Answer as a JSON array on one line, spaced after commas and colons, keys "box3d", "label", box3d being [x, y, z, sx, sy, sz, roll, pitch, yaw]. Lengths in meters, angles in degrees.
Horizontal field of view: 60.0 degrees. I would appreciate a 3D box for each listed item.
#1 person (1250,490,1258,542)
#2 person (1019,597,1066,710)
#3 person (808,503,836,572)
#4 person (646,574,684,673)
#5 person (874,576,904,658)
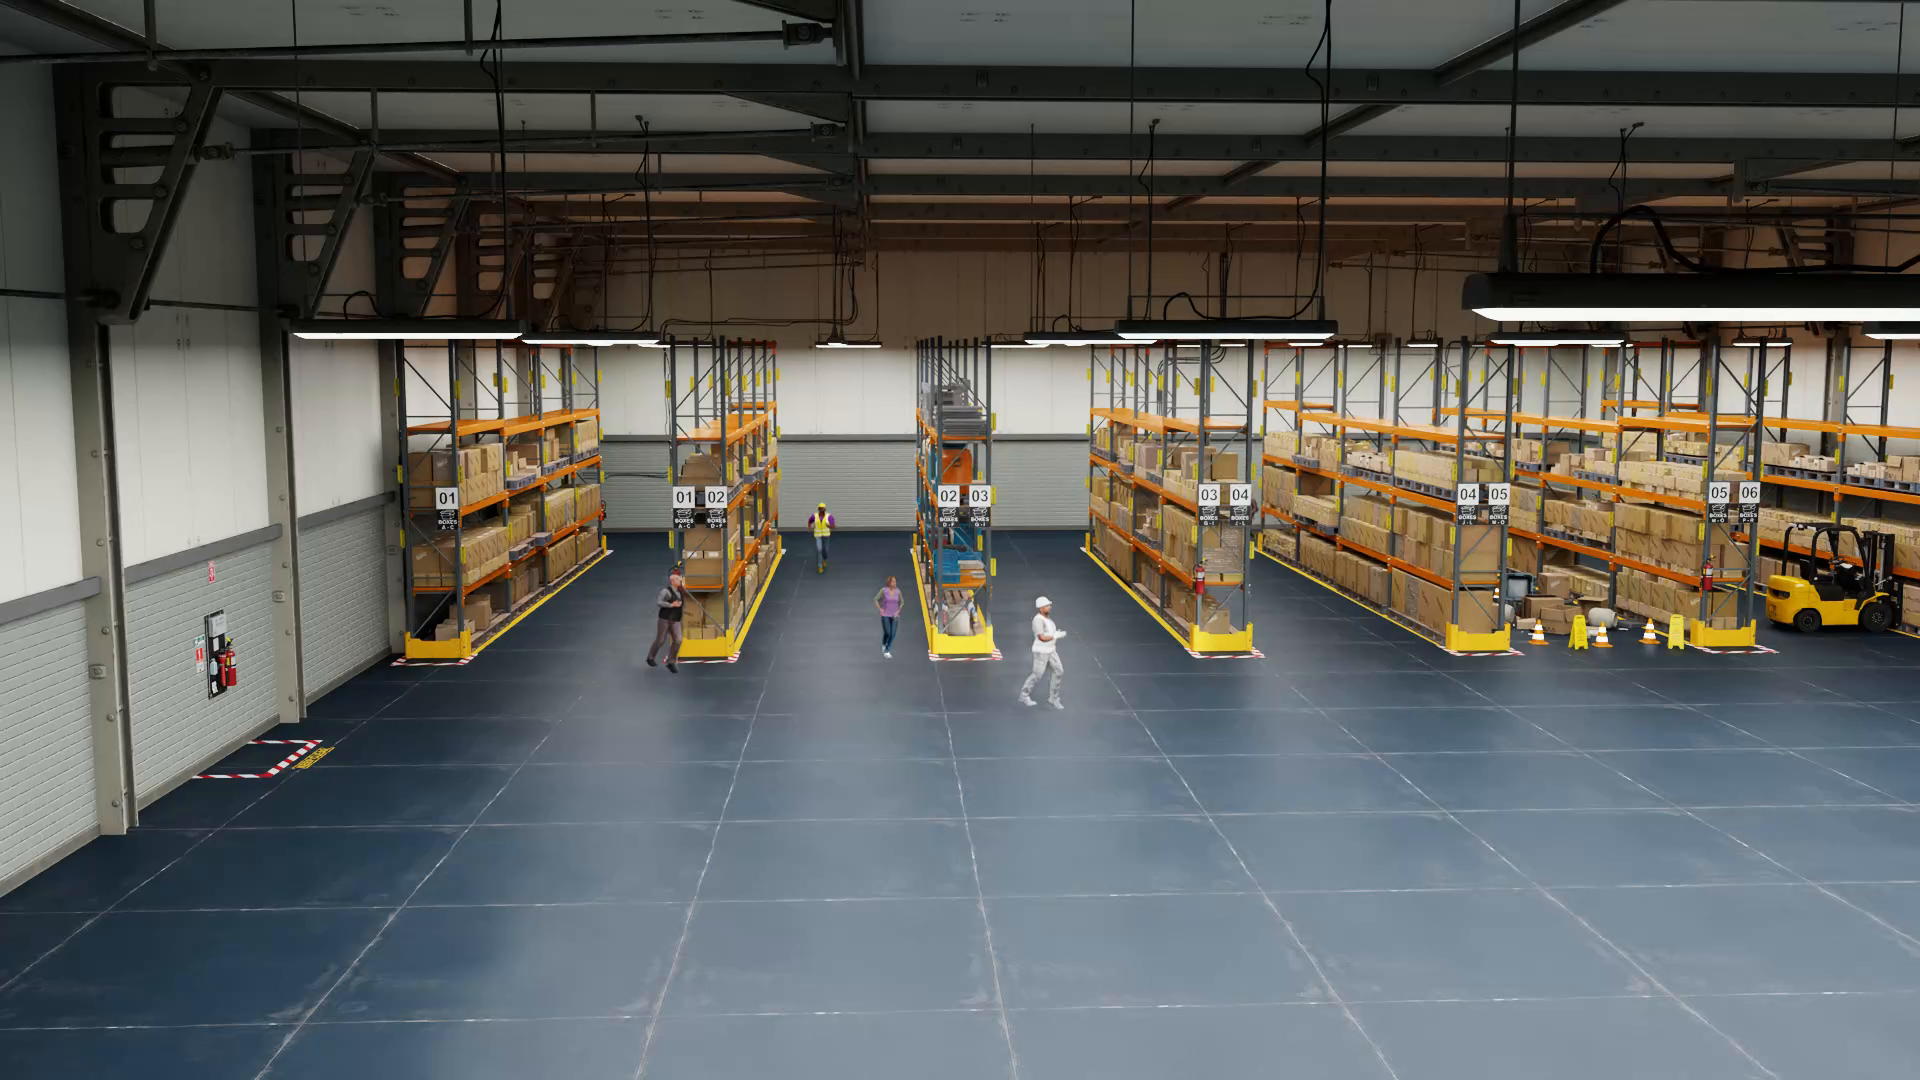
[{"box3d": [8.446, -0.648, 48.752, 0.614, 1.728, 0.761, -2, 7, -20], "label": "person"}, {"box3d": [1.338, 1.823, 26.574, 0.785, 1.846, 0.661, 3, 7, 23], "label": "person"}, {"box3d": [-3.585, -0.089, 43.225, 0.699, 1.753, 0.987, -1, 7, -9], "label": "person"}, {"box3d": [-5.217, 1.485, 29.988, 0.765, 1.744, 0.678, 6, 9, 42], "label": "person"}, {"box3d": [-1.304, 1.449, 31.039, 0.557, 1.544, 0.494, -2, 7, -16], "label": "person"}]
